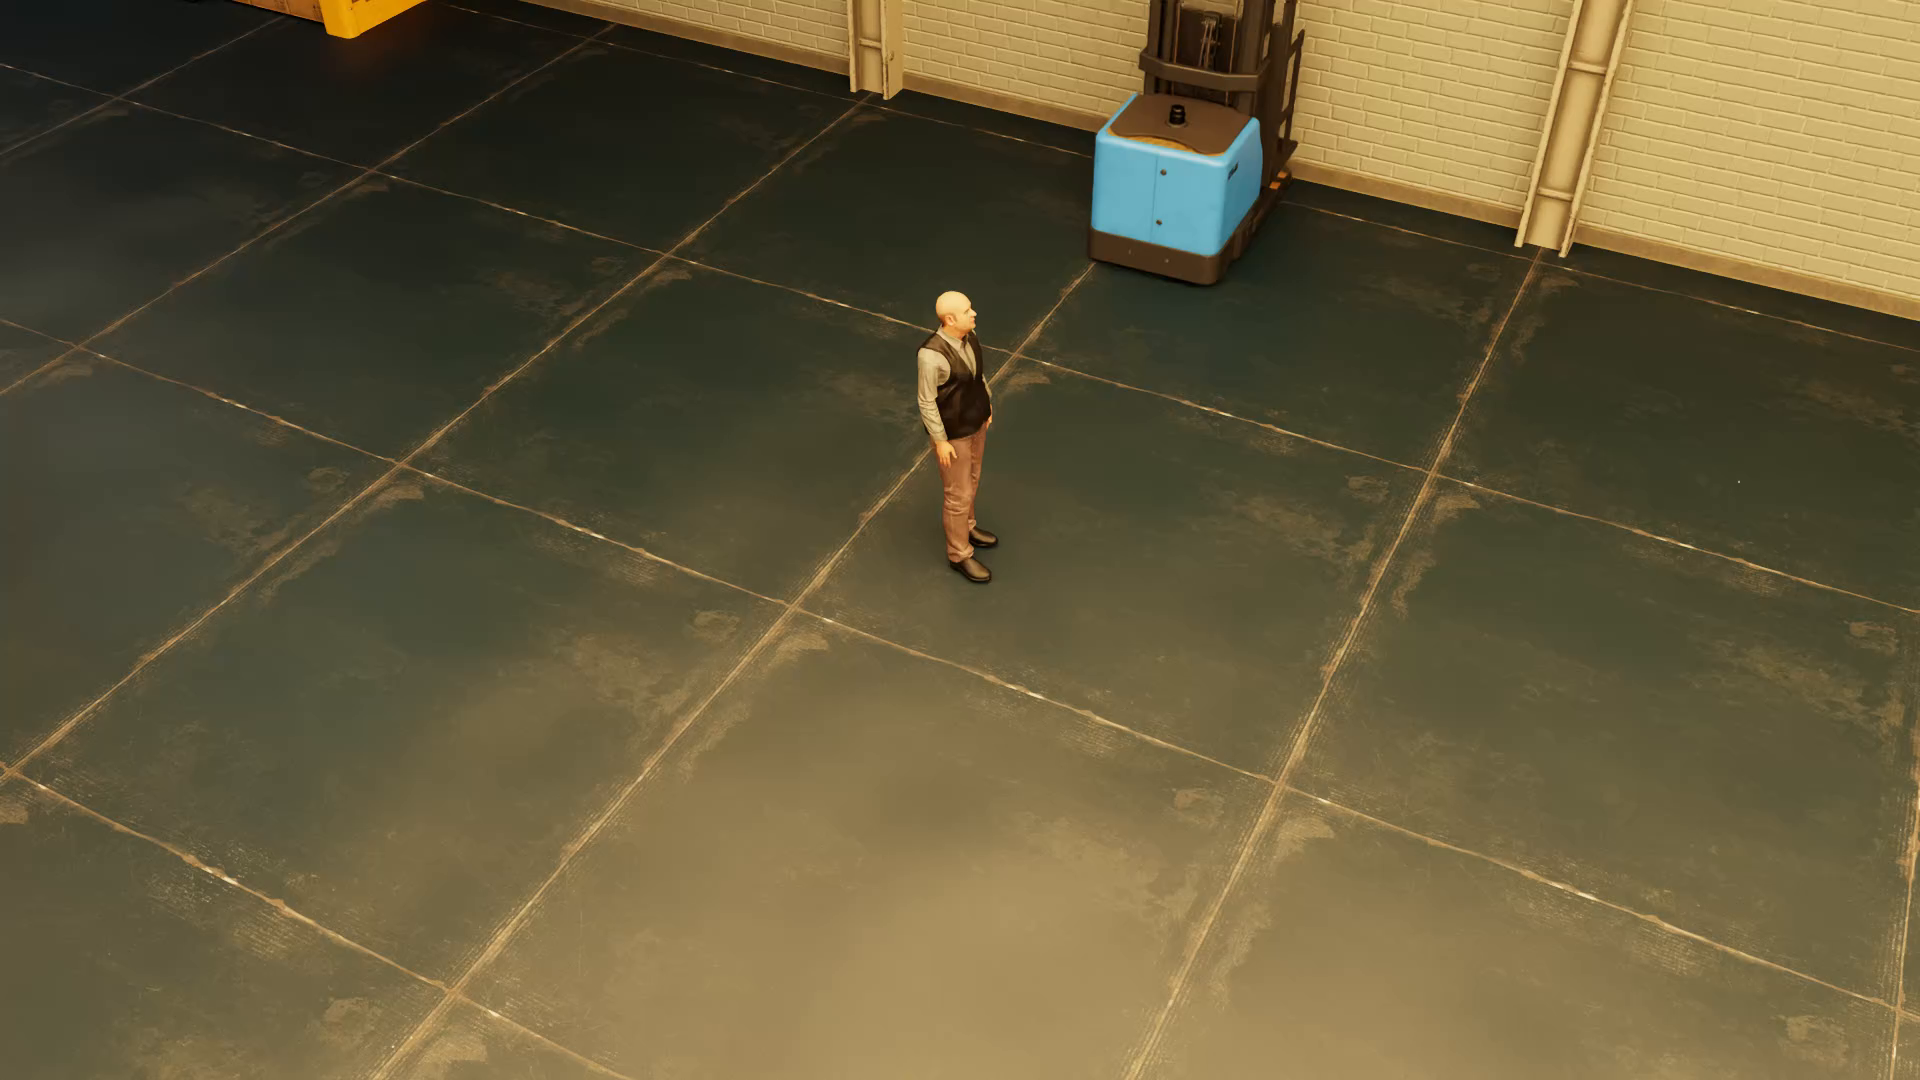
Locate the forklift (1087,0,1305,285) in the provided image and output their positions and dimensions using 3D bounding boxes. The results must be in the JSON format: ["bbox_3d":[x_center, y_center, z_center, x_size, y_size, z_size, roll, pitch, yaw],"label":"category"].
[{"bbox_3d":[2.068,-3.974,12.705,1.130,2.935,3.031,17,43,19],"label":"forklift"}]

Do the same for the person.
[{"bbox_3d":[0.053,-0.641,9.676,0.566,1.722,0.633,18,43,21],"label":"person"}]
